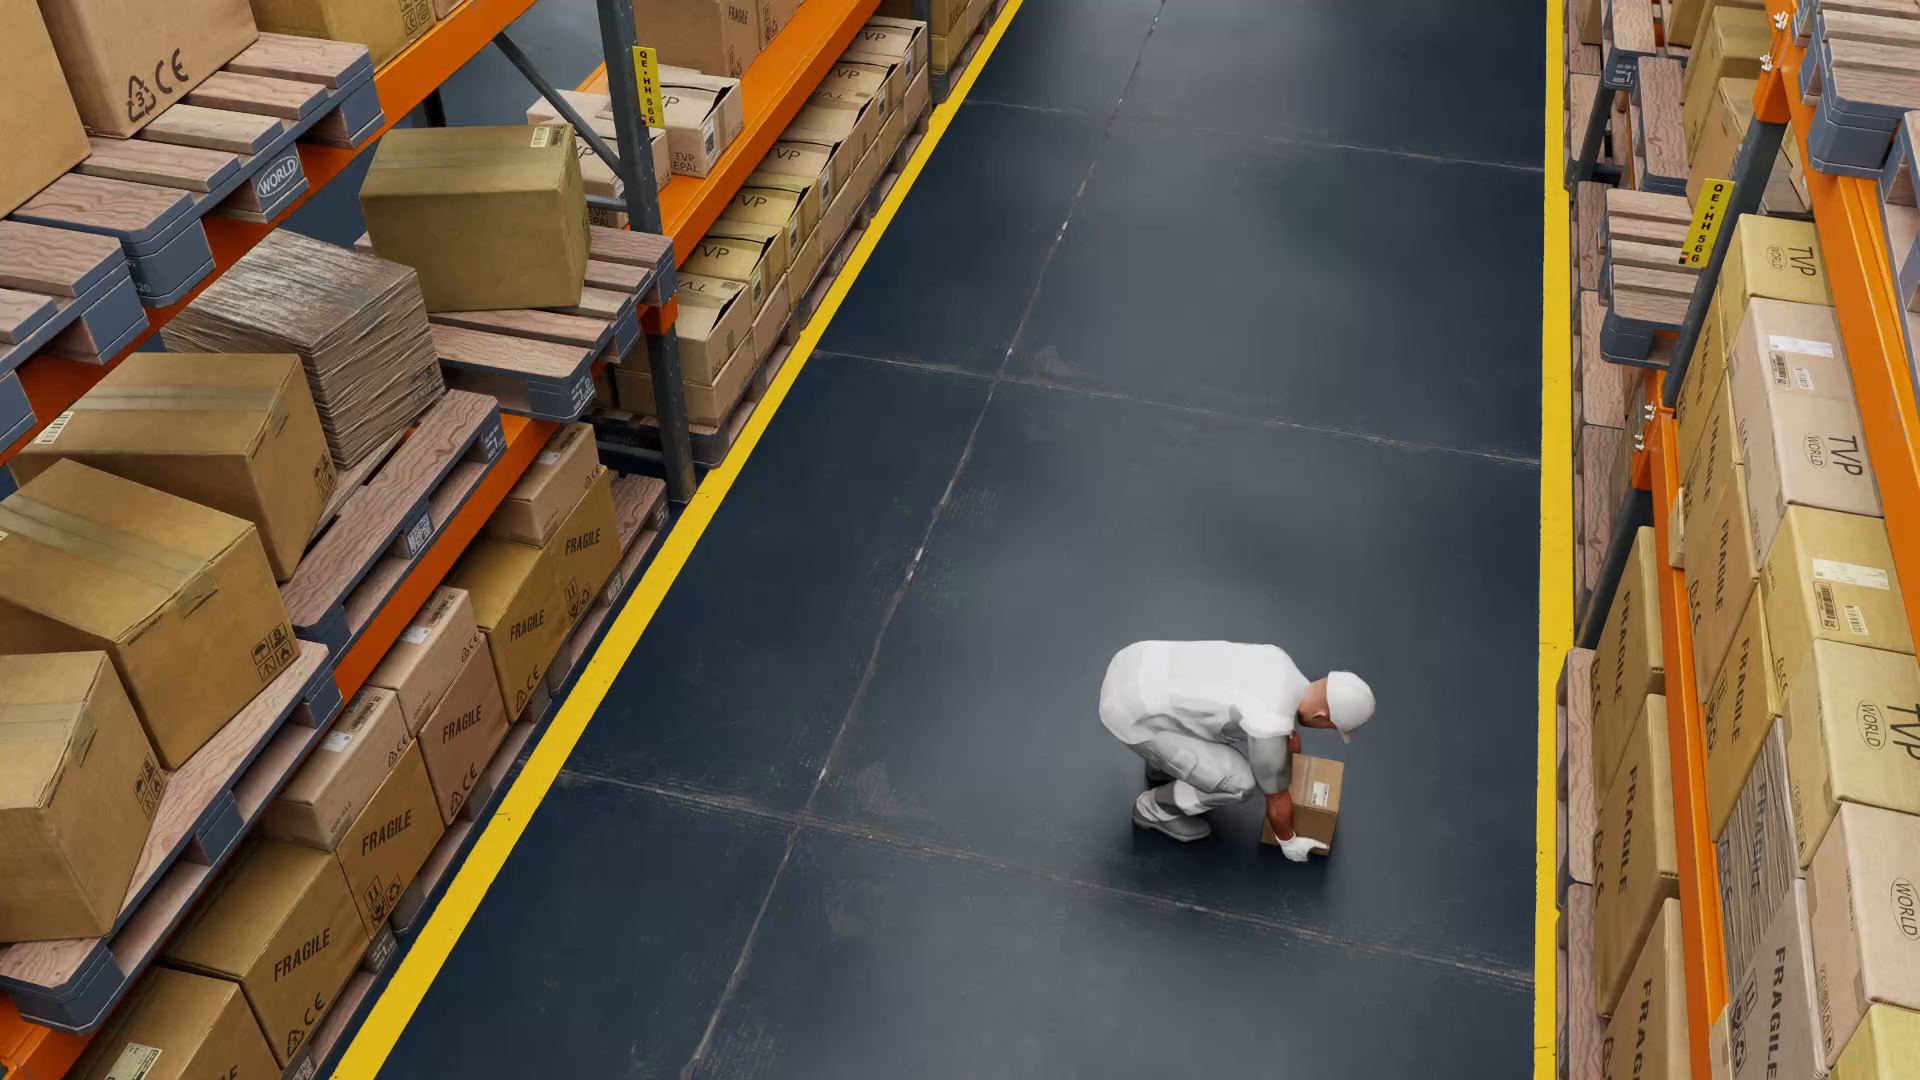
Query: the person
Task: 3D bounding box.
[{"bbox_3d":[0.983,0.736,6.077,0.961,0.804,0.523,9,41,10],"label":"person"}]
